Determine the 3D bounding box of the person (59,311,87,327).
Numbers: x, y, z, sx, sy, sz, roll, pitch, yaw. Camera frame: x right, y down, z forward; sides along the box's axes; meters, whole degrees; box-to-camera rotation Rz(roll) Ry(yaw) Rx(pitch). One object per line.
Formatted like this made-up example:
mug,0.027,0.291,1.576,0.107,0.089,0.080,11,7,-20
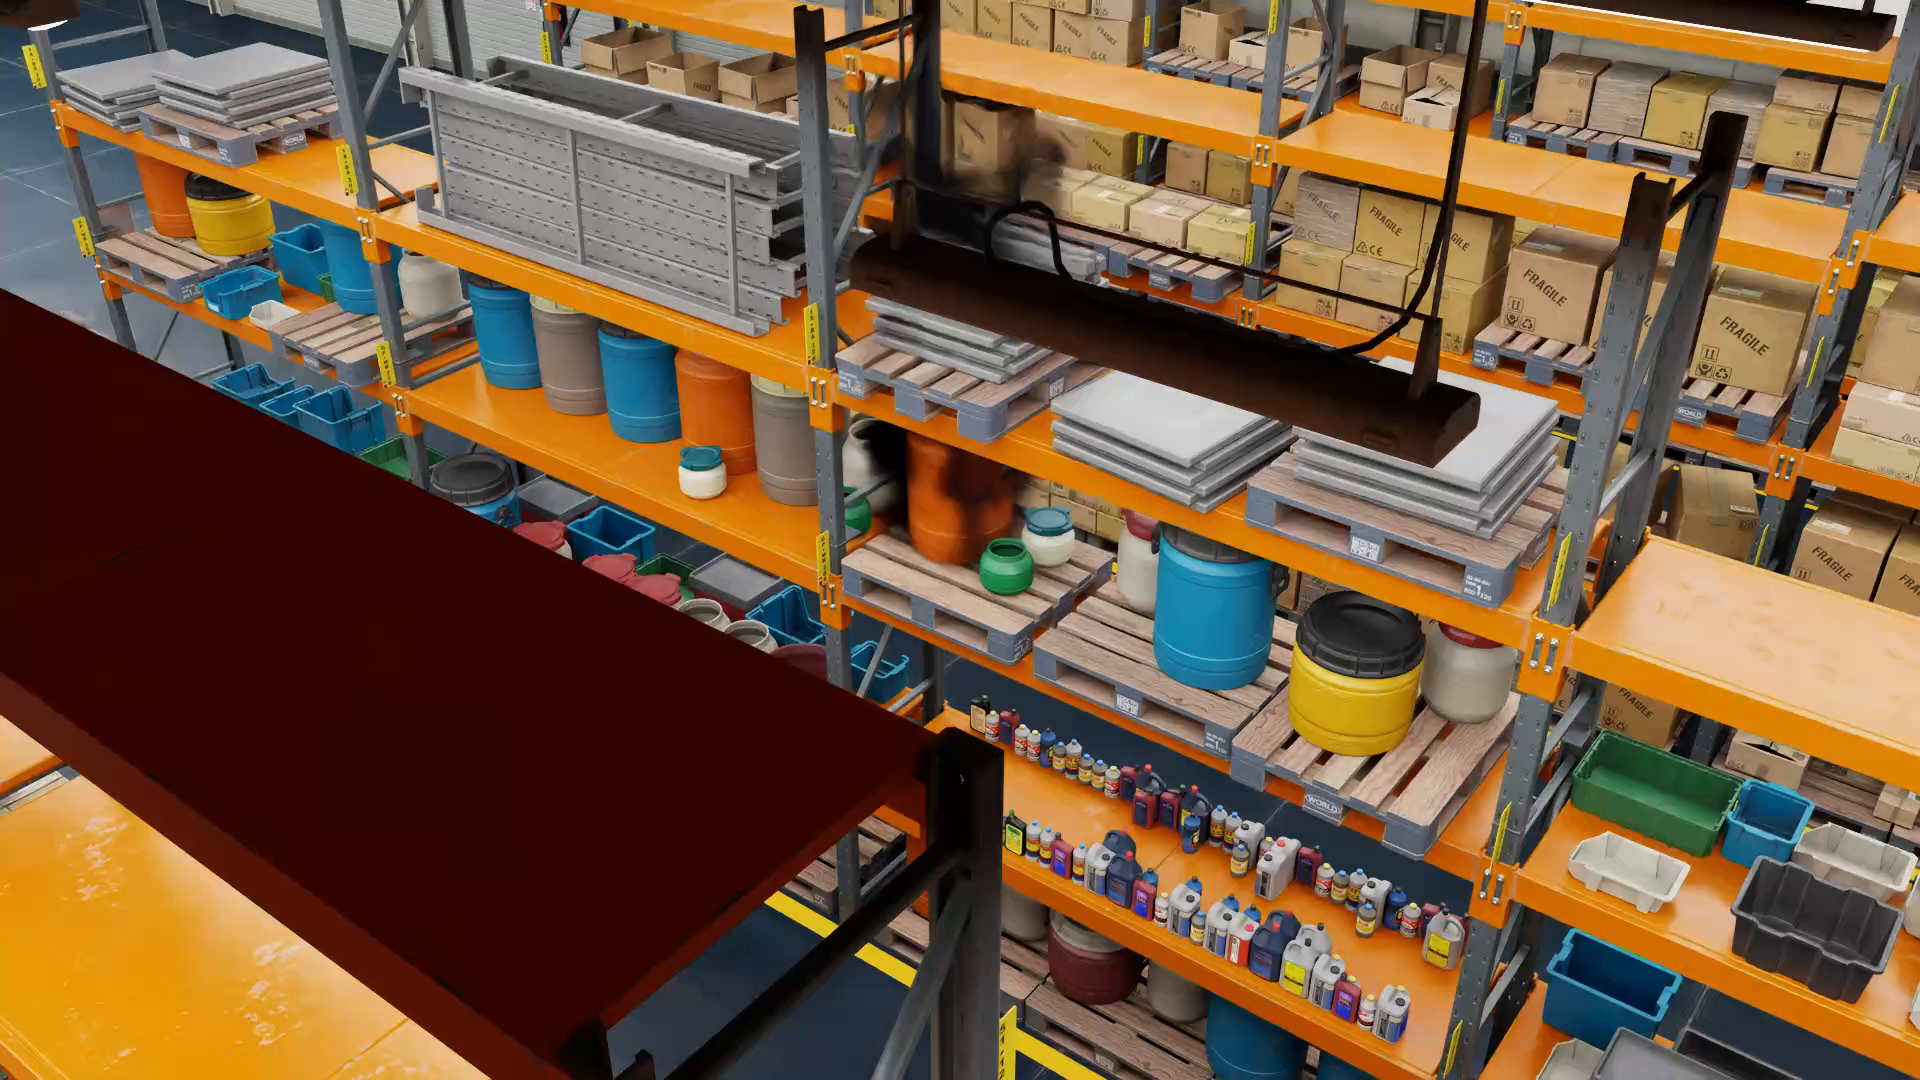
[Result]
person,-8.212,-1.387,15.905,0.577,1.766,0.687,-9,33,-15
